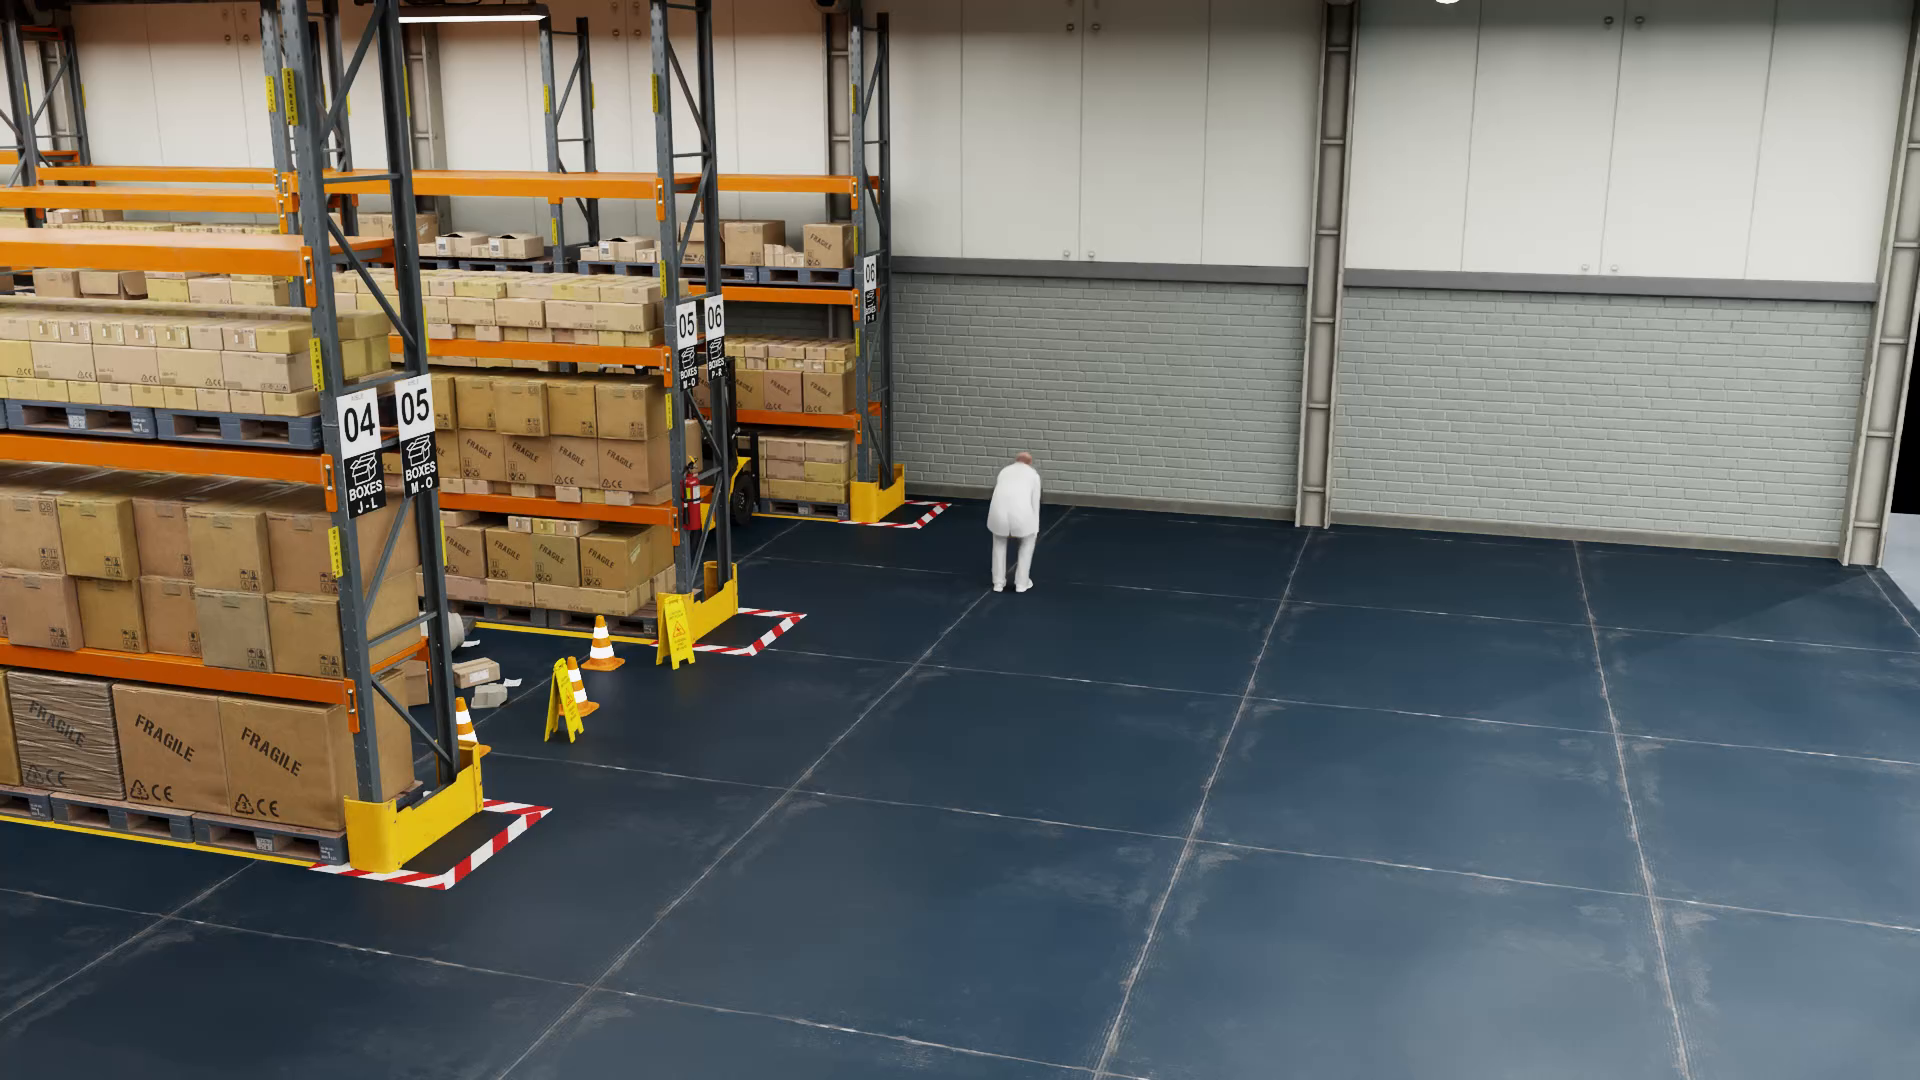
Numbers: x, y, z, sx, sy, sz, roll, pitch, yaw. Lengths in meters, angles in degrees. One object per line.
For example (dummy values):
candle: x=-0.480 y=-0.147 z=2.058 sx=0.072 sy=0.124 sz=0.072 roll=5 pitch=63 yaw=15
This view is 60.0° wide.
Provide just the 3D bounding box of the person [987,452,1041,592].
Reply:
person: x=0.603 y=-0.180 z=17.582 sx=0.551 sy=1.344 sz=0.891 roll=4 pitch=15 yaw=15
